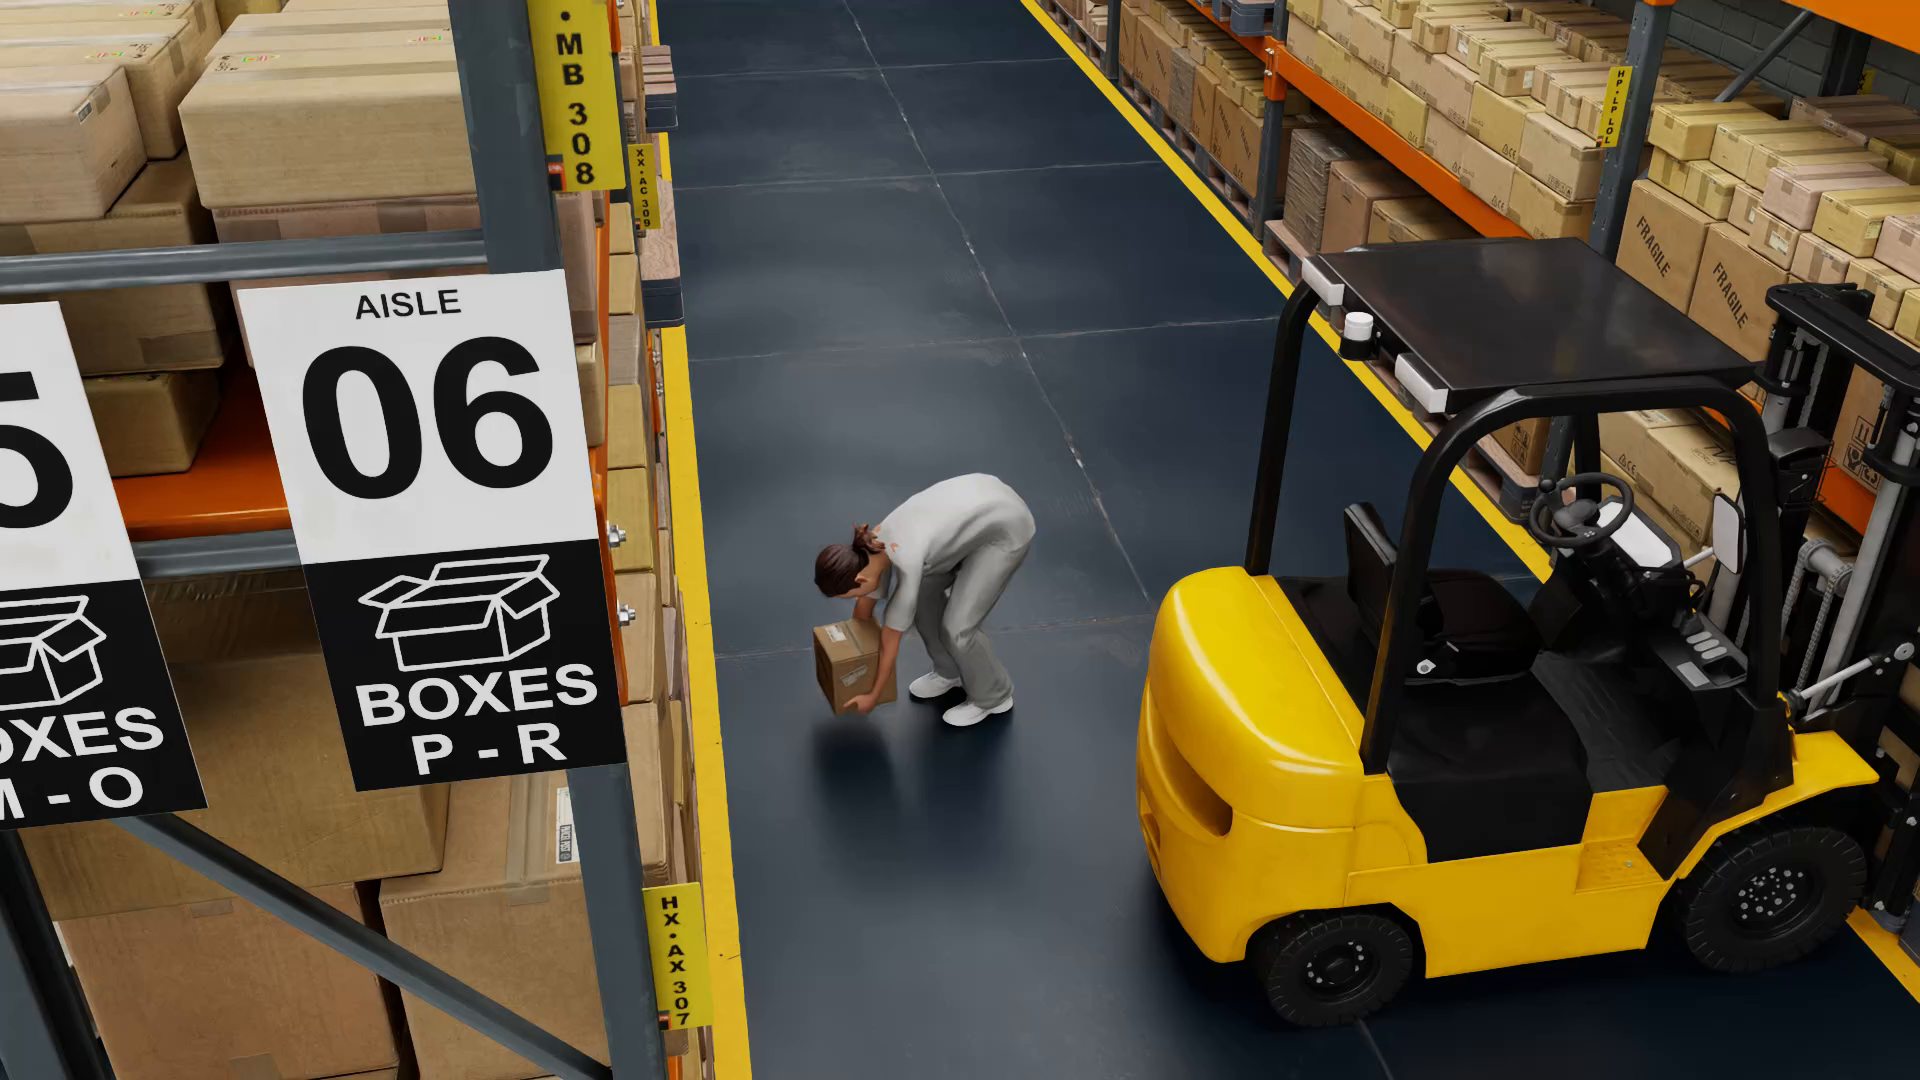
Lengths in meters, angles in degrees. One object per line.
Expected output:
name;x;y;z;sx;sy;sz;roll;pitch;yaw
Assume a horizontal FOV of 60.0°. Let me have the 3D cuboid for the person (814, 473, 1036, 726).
person;-0.134;0.262;6.380;0.859;0.972;0.450;-13;33;-21
